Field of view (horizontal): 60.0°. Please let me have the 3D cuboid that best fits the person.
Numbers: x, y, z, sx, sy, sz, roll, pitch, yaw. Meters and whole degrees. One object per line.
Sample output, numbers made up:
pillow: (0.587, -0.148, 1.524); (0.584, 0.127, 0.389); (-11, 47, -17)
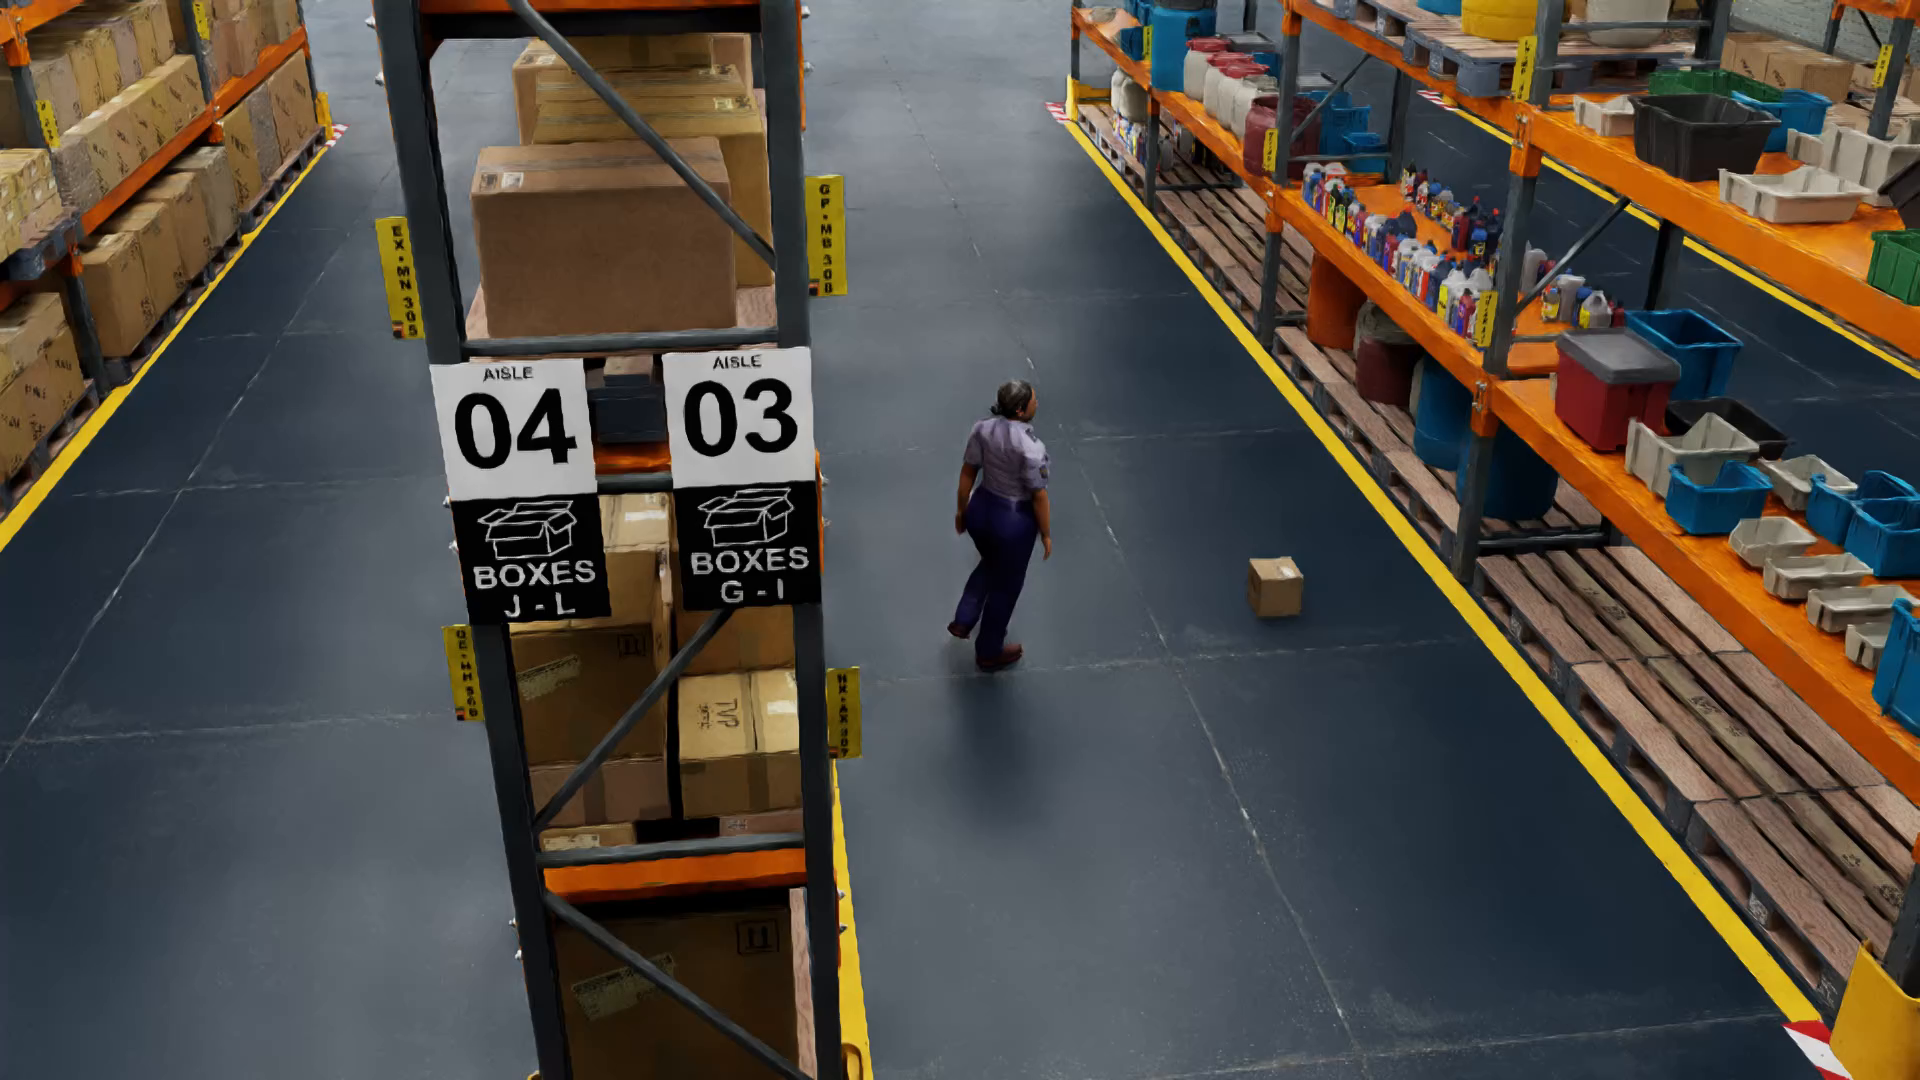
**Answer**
person: (0.214, -0.095, 8.811); (0.621, 1.628, 0.424); (24, 35, 38)
